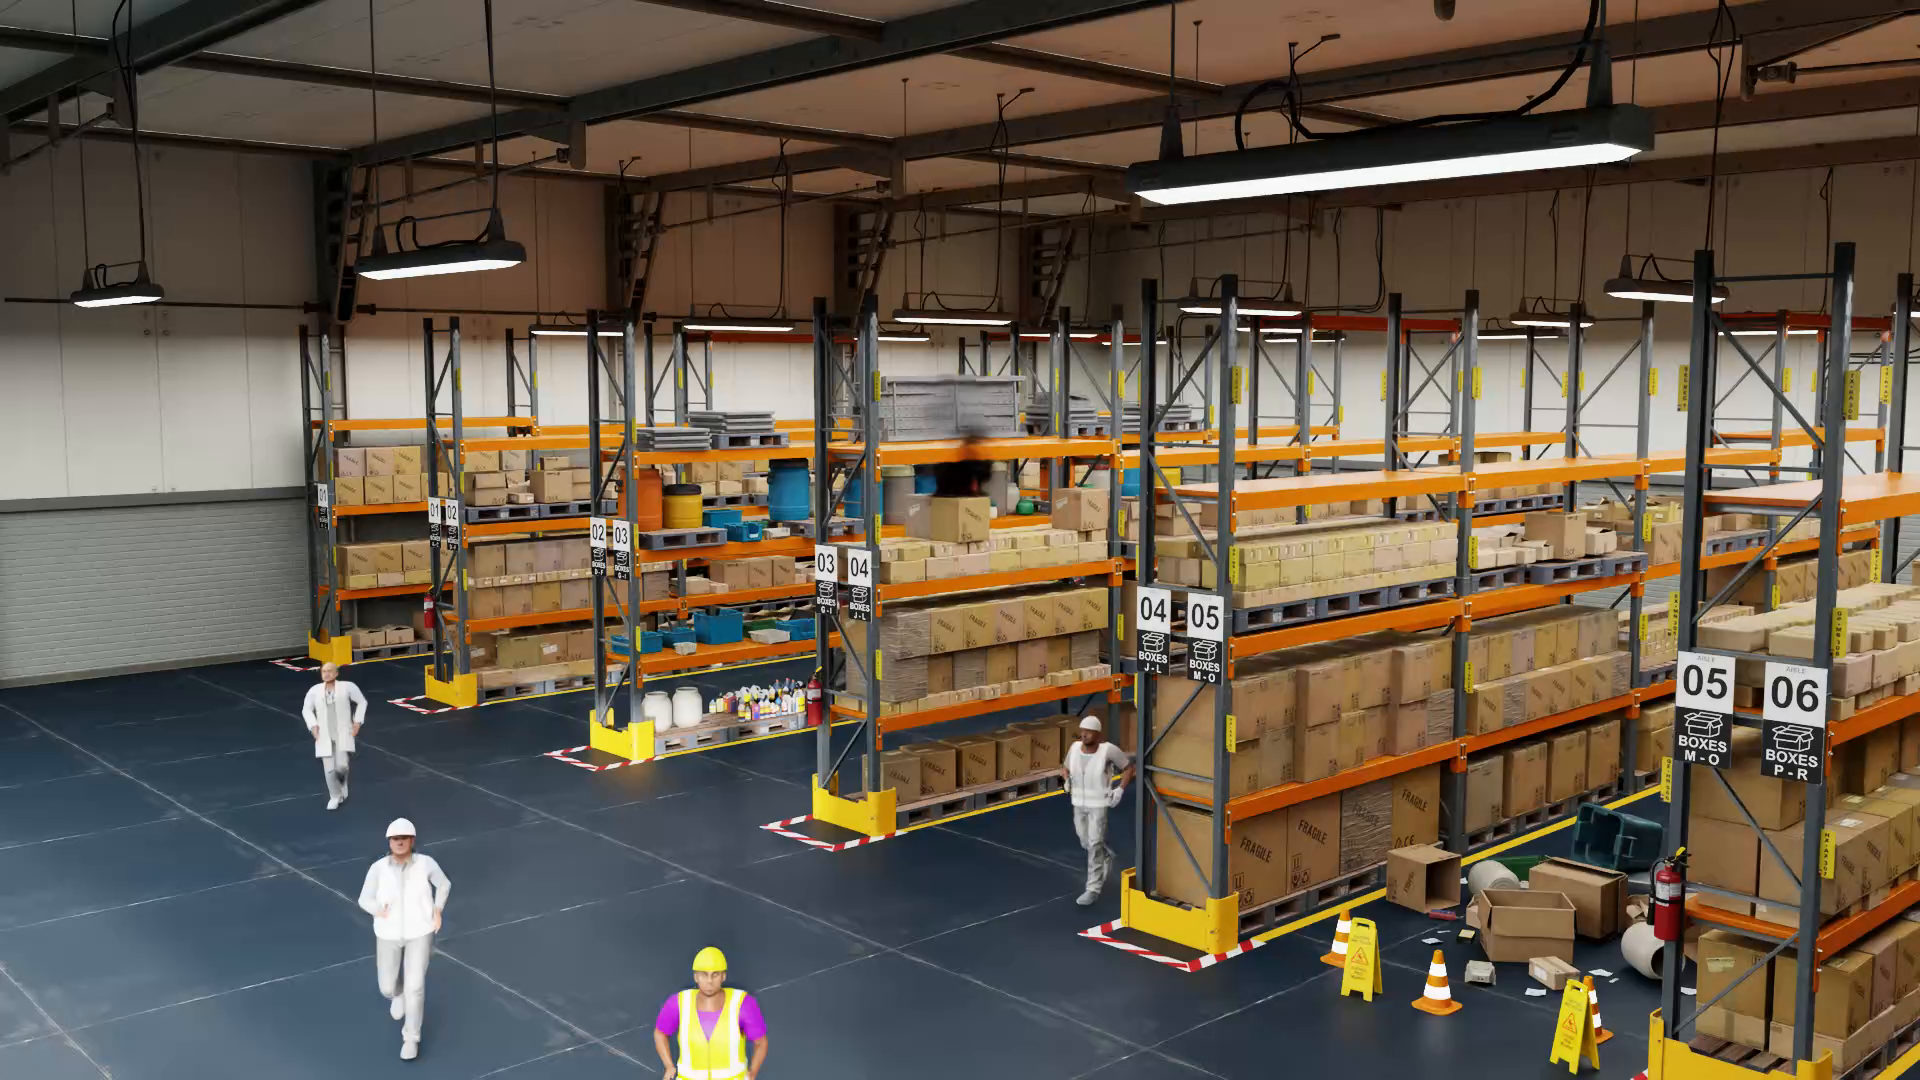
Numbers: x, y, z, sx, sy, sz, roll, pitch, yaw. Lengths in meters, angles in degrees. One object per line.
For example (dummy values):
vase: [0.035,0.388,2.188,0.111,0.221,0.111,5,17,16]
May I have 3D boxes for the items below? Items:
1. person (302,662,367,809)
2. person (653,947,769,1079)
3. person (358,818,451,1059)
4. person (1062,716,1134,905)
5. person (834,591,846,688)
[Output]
person: [-7.428,2.316,19.733,0.717,1.740,0.571,-1,6,-12]
person: [-1.502,3.304,10.012,0.700,1.747,0.750,-1,6,-5]
person: [-4.261,3.007,12.781,0.670,1.746,0.878,-1,6,-13]
person: [1.316,2.596,16.350,0.729,1.763,0.993,3,7,29]
person: [-2.065,1.534,27.362,0.696,1.767,0.684,-5,8,-41]
